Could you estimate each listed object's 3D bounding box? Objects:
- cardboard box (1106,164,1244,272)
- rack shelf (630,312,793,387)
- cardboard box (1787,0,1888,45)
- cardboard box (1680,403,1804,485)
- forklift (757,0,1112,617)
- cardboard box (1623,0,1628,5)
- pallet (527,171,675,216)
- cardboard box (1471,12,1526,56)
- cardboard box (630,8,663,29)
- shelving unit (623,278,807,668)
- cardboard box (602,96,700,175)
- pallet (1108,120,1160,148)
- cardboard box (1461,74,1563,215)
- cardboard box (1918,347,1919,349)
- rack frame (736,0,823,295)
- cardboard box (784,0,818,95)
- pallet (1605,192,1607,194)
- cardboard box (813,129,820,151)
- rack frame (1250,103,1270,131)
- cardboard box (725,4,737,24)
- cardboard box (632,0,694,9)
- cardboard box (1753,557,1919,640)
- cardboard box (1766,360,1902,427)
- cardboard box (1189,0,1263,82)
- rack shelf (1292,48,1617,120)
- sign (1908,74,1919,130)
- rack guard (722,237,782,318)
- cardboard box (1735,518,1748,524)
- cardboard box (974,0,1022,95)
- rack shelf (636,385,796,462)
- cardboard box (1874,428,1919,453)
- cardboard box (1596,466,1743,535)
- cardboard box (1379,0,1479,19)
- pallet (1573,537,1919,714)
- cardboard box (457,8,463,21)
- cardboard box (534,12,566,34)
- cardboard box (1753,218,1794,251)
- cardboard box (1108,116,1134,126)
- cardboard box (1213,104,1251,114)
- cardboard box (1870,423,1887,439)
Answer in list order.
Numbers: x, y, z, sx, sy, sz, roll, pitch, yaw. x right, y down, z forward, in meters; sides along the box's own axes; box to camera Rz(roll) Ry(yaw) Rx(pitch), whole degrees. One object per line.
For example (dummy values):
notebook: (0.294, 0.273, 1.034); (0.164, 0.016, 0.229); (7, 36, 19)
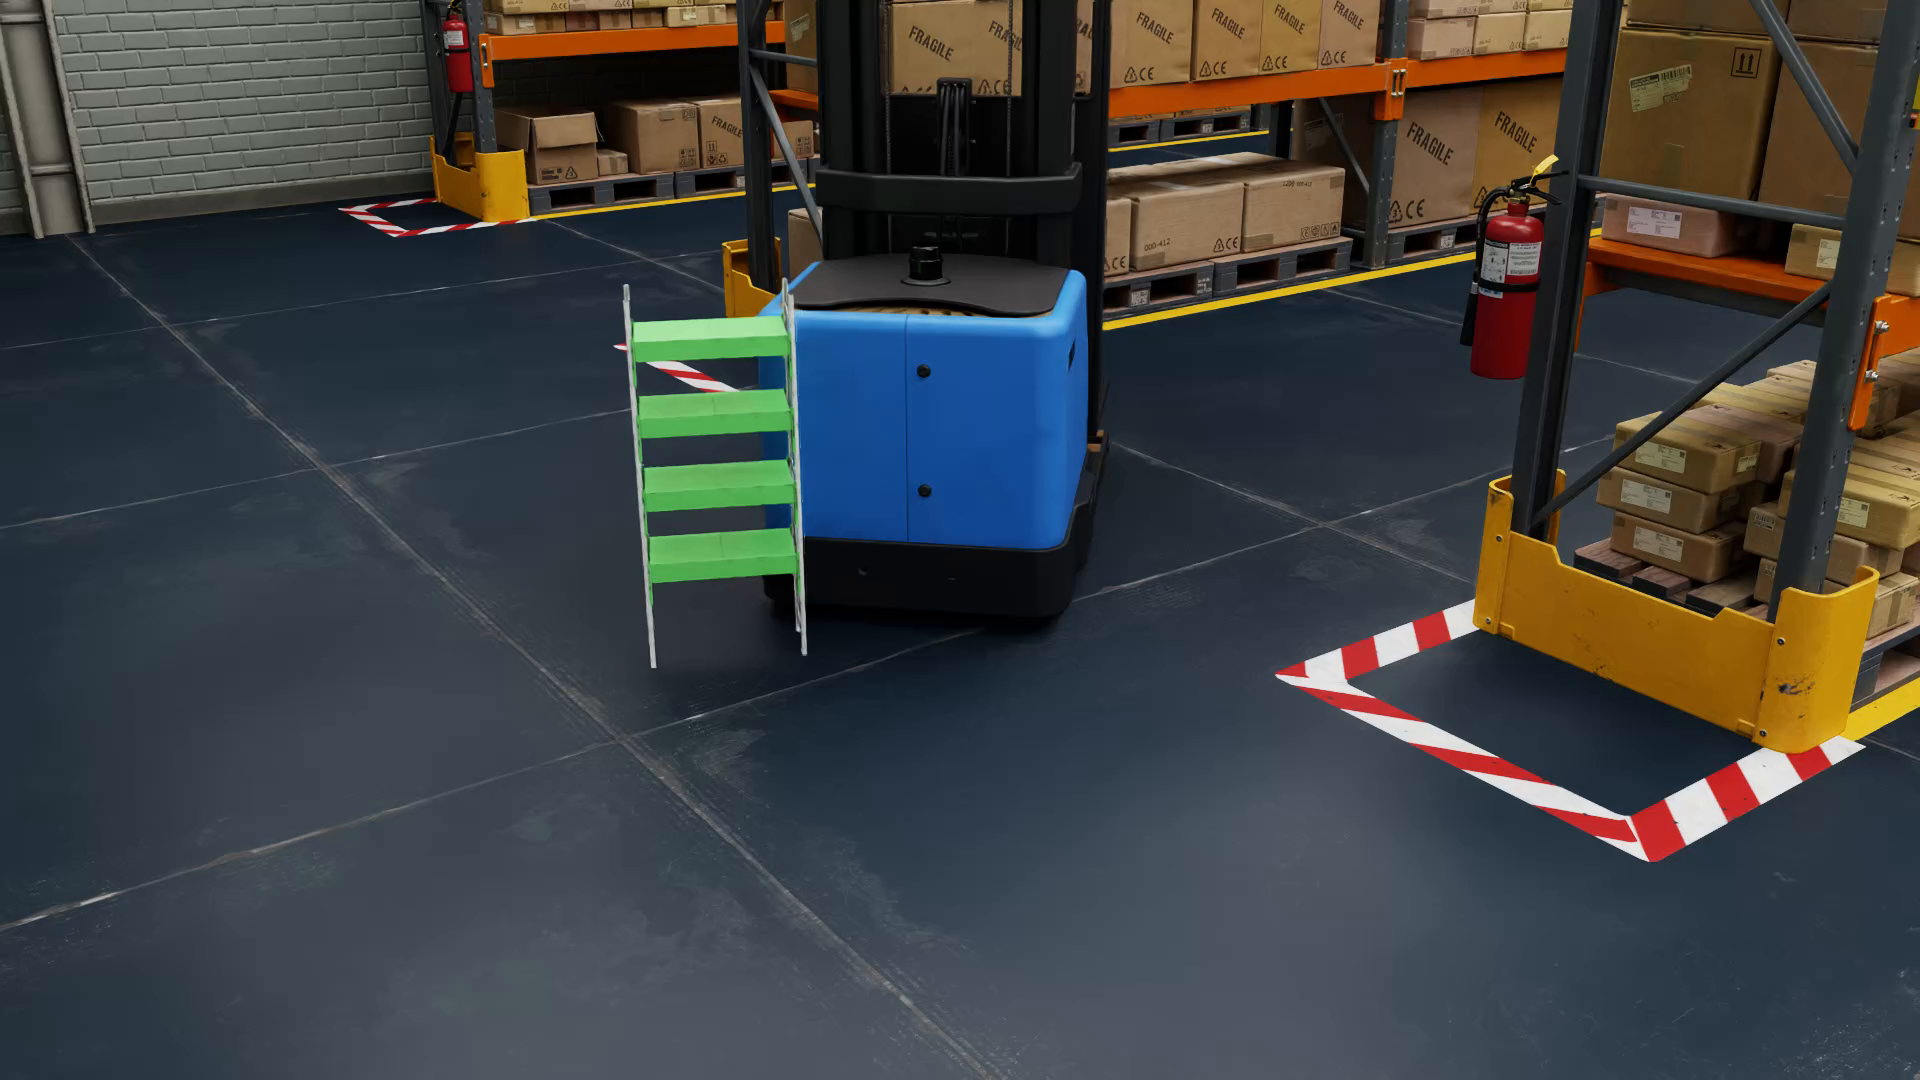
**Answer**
cardboard box: (1.120, -1.997, 10.245); (0.875, 0.438, 0.875); (-16, 27, -34)
rack shelf: (-0.770, -0.591, 5.135); (0.480, 0.148, 0.258); (-4, 22, -10)
cardboard box: (2.664, -1.623, 4.531); (0.500, 0.500, 0.500); (-15, 26, -33)
cardboard box: (2.663, -0.332, 5.658); (0.250, 0.149, 0.380); (-14, 26, -32)
forklift: (0.049, -1.613, 6.485); (1.130, 2.935, 3.031); (3, 22, 8)
cardboard box: (4.603, -3.908, 11.670); (0.500, 0.250, 0.500); (-16, 27, -34)
pallet: (-3.022, -2.811, 13.156); (1.213, 0.211, 1.003); (-15, 26, -33)
cardboard box: (3.349, -3.349, 10.943); (0.500, 0.250, 0.500); (-16, 27, -34)
cardboard box: (-2.478, -4.020, 12.763); (0.250, 0.149, 0.380); (-14, 26, -32)
shelving unit: (-0.770, -0.204, 5.289); (0.503, 1.200, 0.258); (-4, 22, -10)
cardboard box: (-2.462, -3.228, 13.244); (0.500, 0.500, 0.700); (-14, 26, -31)
pallet: (1.146, -3.940, 15.986); (1.213, 0.211, 1.003); (-15, 26, -33)
cardboard box: (3.604, -2.854, 11.802); (0.875, 0.875, 0.875); (-14, 26, -31)
cardboard box: (3.930, -0.669, 6.502); (0.250, 0.149, 0.380); (-16, 27, -35)
rack frame: (-0.829, -2.424, 8.424); (0.127, 3.000, 1.000); (-15, 26, -33)
cardboard box: (-0.592, -2.655, 8.867); (0.500, 0.500, 0.500); (-15, 26, -33)
pallet: (4.981, -2.713, 12.910); (1.213, 0.211, 1.003); (-15, 26, -33)
cardboard box: (-1.054, -3.421, 14.046); (0.258, 0.266, 0.396); (-14, 26, -31)
rack frame: (2.763, -5.648, 16.504); (0.127, 3.000, 1.000); (-15, 26, -33)
cardboard box: (-1.858, -4.192, 13.194); (0.250, 0.149, 0.380); (-15, 26, -33)
cardboard box: (-2.386, -4.222, 12.731); (0.500, 0.250, 0.500); (-16, 26, -34)
cardboard box: (2.756, 0.155, 5.240); (0.250, 0.149, 0.380); (-14, 26, -32)
cardboard box: (3.232, -0.538, 6.175); (0.250, 0.149, 0.380); (-14, 26, -31)
cardboard box: (1.377, -2.933, 9.564); (0.500, 0.500, 0.500); (-15, 26, -34)
rack shelf: (4.042, -3.389, 11.812); (4.000, 0.370, 1.077); (-15, 26, -33)
sign: (2.461, -1.196, 4.177); (0.005, 0.325, 0.100); (-15, 26, -33)
rack guard: (-0.848, -1.258, 8.874); (0.348, 0.500, 1.175); (-15, 26, -33)
cardboard box: (2.599, -0.091, 5.856); (0.250, 0.149, 0.380); (-14, 26, -31)
cardboard box: (0.123, -2.606, 8.745); (0.500, 0.500, 0.500); (-15, 26, -34)
rack shelf: (-0.770, -0.368, 5.224); (0.480, 0.148, 0.258); (-4, 22, -10)
cardboard box: (3.201, -0.227, 5.396); (0.250, 0.149, 0.380); (-15, 26, -33)
cardboard box: (2.406, -0.166, 5.644); (0.250, 0.149, 0.380); (-16, 27, -34)
cardboard box: (2.940, -3.463, 10.555); (0.500, 0.250, 0.500); (-16, 27, -34)
pallet: (2.886, 0.157, 5.719); (1.213, 0.211, 1.003); (-15, 26, -33)
cardboard box: (-3.618, -3.952, 12.593); (0.250, 0.149, 0.380); (-15, 26, -33)
cardboard box: (-3.124, -3.858, 12.355); (0.250, 0.149, 0.380); (-14, 26, -32)
cardboard box: (2.468, -1.038, 5.290); (0.250, 0.149, 0.380); (-15, 26, -33)
cardboard box: (1.299, -4.189, 15.653); (0.500, 0.500, 0.500); (-16, 27, -35)
cardboard box: (2.546, -4.526, 16.498); (0.500, 0.500, 0.500); (-14, 26, -31)
cardboard box: (3.240, -0.395, 6.218); (0.250, 0.149, 0.380); (-14, 26, -32)
